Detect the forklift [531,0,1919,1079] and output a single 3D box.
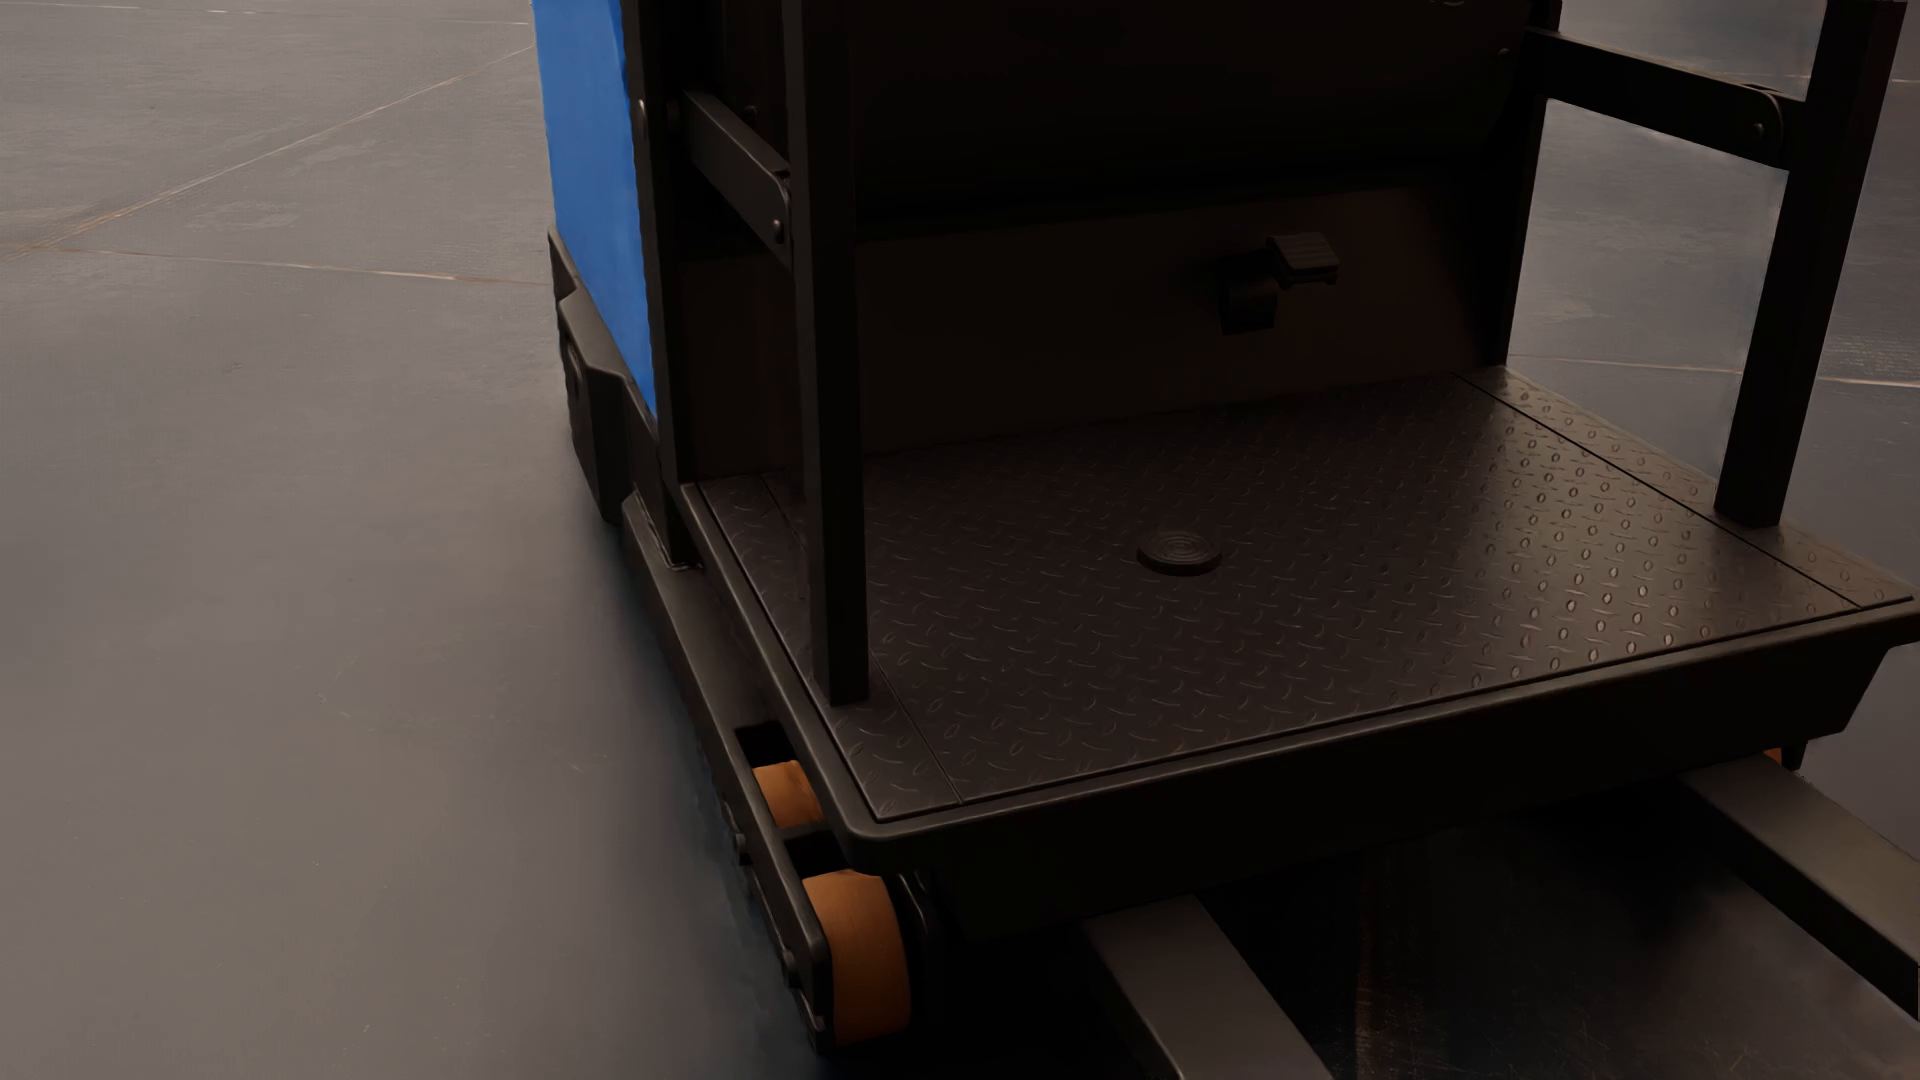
[{"bbox_3d":[0.269,-1.046,1.319,1.130,2.935,3.031,-9,28,-18],"label":"forklift"}]
